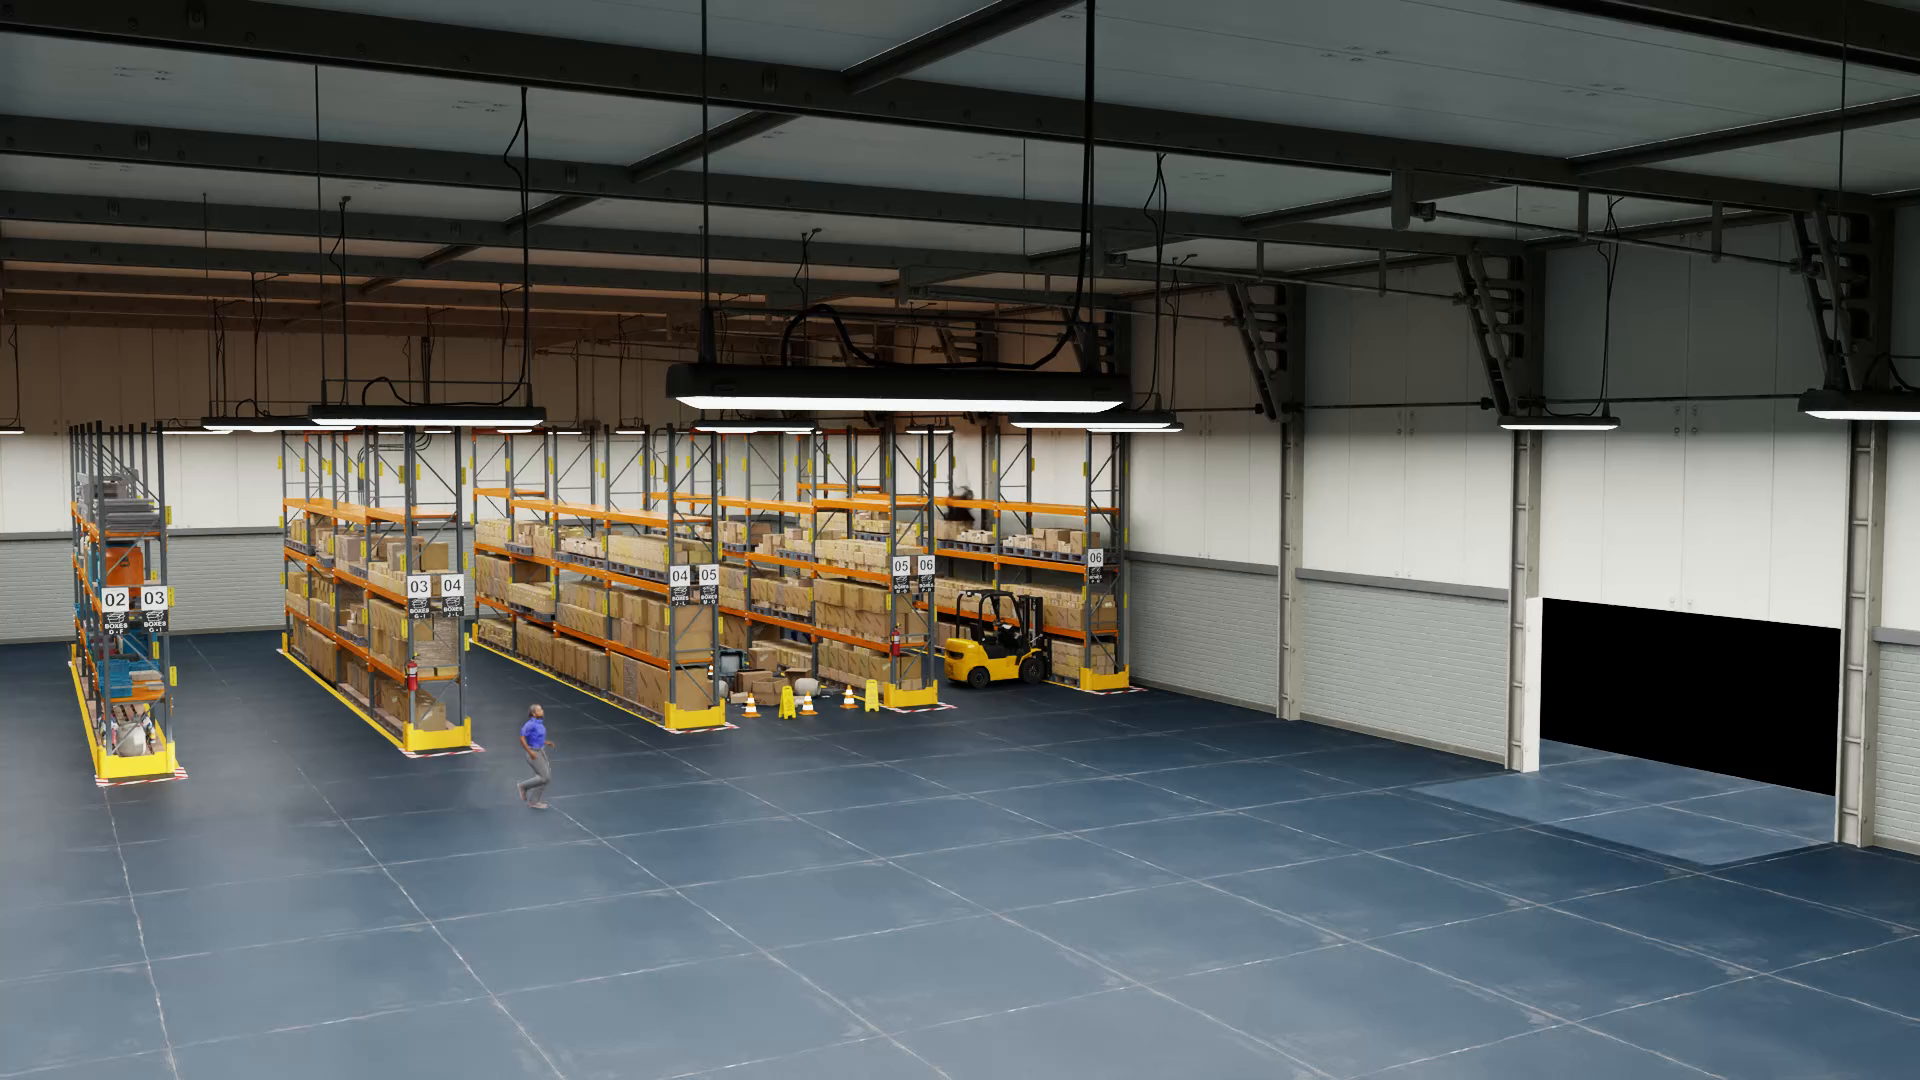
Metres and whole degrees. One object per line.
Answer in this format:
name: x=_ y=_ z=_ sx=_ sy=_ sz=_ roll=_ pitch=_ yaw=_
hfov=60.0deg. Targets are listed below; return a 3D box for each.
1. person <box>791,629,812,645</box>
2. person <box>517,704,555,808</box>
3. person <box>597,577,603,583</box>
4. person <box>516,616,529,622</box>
person: x=-4.320 y=2.125 z=44.866 sx=0.614 sy=1.634 sz=0.852 roll=-3 pitch=5 yaw=-44
person: x=-6.538 y=3.335 z=25.665 sx=0.533 sy=1.613 sz=0.625 roll=0 pitch=4 yaw=6
person: x=-10.568 y=1.871 z=49.984 sx=0.855 sy=1.606 sz=0.559 roll=-1 pitch=4 yaw=-17
person: x=-13.049 y=1.837 z=48.985 sx=0.631 sy=1.772 sz=1.088 roll=3 pitch=5 yaw=41
